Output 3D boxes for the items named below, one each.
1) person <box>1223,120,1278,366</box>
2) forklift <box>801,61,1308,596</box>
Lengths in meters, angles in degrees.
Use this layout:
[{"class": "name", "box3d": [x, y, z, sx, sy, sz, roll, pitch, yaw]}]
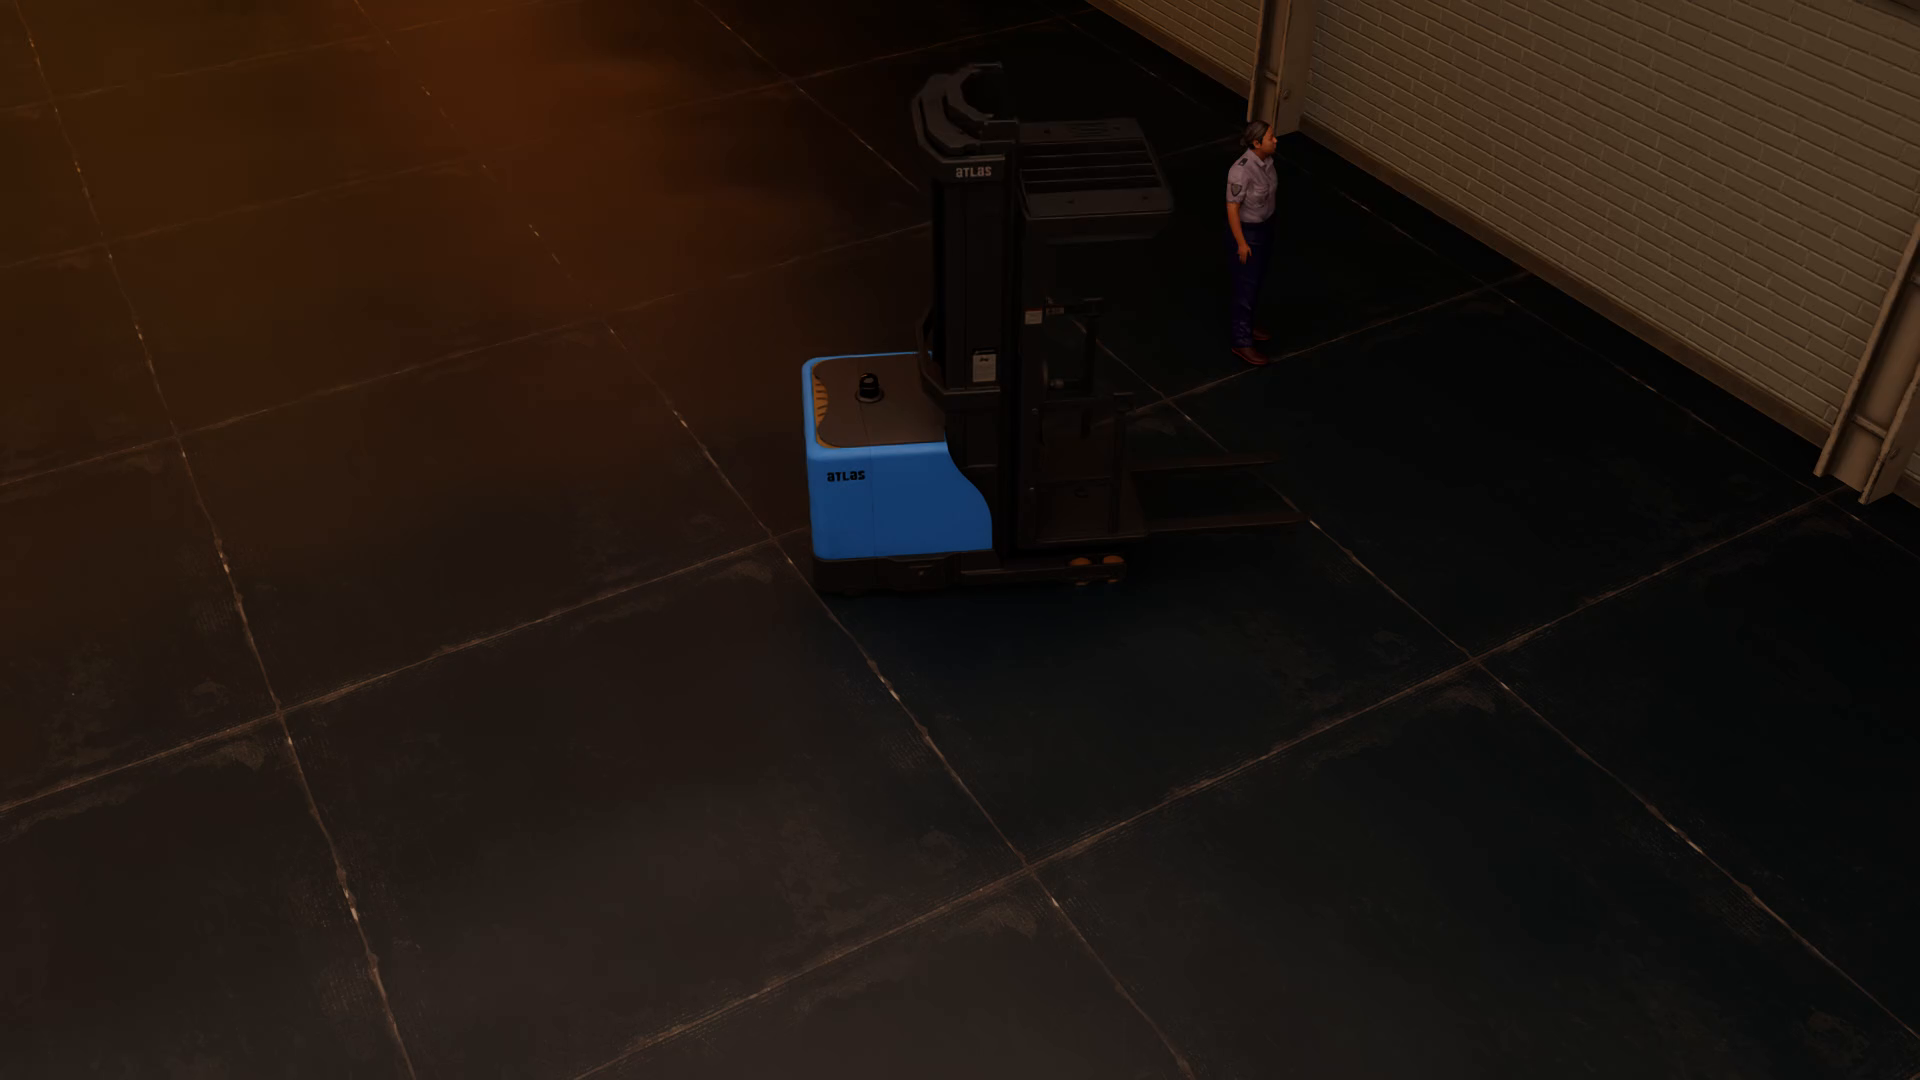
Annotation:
[{"class": "person", "box3d": [2.099, -2.091, 11.551, 0.504, 1.650, 0.596, 21, 44, 24]}, {"class": "forklift", "box3d": [0.585, -1.192, 9.473, 3.031, 2.935, 1.130, -4, 40, -5]}]
